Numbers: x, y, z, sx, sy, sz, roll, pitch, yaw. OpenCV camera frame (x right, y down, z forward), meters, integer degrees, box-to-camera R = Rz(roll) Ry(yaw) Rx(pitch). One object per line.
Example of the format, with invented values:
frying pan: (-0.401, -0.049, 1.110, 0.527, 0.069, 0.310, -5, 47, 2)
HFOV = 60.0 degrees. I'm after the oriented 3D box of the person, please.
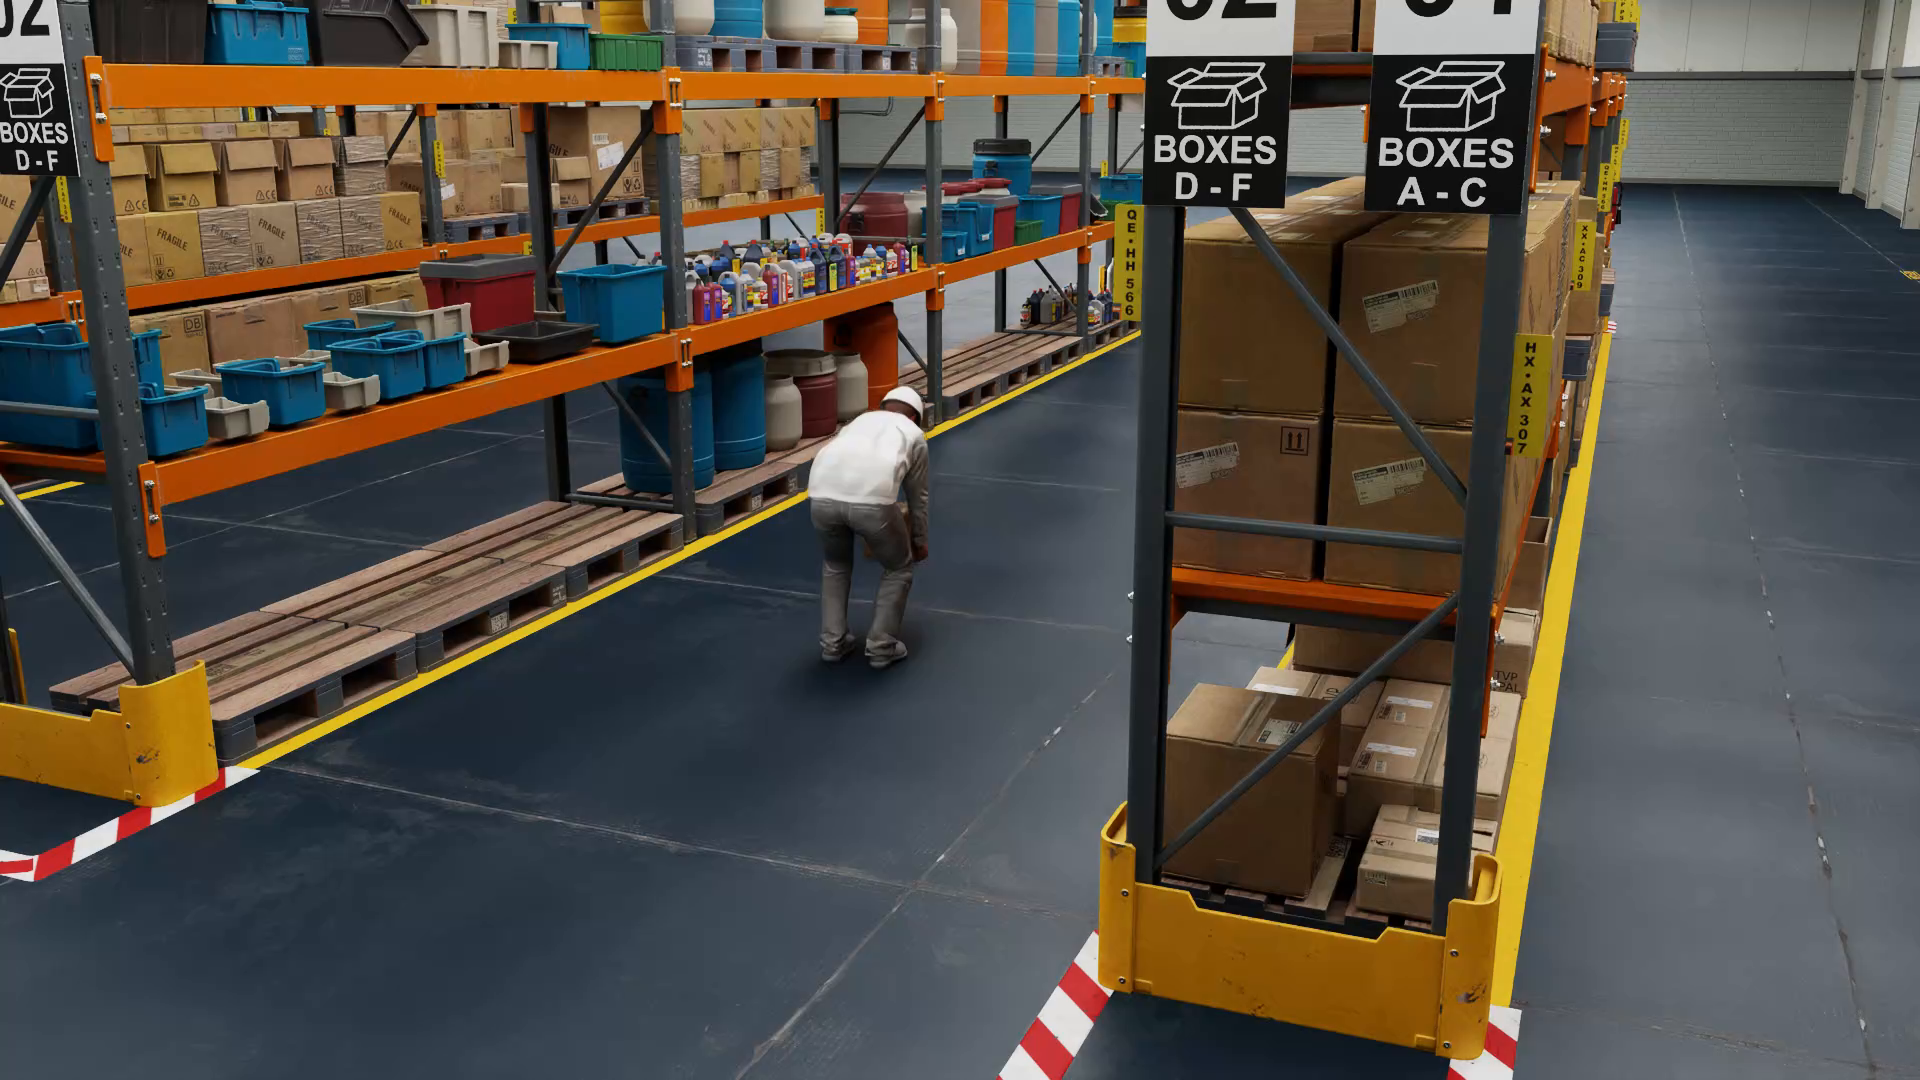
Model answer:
person: (-0.406, -0.079, 8.247, 0.479, 1.255, 0.958, 5, 16, 19)
